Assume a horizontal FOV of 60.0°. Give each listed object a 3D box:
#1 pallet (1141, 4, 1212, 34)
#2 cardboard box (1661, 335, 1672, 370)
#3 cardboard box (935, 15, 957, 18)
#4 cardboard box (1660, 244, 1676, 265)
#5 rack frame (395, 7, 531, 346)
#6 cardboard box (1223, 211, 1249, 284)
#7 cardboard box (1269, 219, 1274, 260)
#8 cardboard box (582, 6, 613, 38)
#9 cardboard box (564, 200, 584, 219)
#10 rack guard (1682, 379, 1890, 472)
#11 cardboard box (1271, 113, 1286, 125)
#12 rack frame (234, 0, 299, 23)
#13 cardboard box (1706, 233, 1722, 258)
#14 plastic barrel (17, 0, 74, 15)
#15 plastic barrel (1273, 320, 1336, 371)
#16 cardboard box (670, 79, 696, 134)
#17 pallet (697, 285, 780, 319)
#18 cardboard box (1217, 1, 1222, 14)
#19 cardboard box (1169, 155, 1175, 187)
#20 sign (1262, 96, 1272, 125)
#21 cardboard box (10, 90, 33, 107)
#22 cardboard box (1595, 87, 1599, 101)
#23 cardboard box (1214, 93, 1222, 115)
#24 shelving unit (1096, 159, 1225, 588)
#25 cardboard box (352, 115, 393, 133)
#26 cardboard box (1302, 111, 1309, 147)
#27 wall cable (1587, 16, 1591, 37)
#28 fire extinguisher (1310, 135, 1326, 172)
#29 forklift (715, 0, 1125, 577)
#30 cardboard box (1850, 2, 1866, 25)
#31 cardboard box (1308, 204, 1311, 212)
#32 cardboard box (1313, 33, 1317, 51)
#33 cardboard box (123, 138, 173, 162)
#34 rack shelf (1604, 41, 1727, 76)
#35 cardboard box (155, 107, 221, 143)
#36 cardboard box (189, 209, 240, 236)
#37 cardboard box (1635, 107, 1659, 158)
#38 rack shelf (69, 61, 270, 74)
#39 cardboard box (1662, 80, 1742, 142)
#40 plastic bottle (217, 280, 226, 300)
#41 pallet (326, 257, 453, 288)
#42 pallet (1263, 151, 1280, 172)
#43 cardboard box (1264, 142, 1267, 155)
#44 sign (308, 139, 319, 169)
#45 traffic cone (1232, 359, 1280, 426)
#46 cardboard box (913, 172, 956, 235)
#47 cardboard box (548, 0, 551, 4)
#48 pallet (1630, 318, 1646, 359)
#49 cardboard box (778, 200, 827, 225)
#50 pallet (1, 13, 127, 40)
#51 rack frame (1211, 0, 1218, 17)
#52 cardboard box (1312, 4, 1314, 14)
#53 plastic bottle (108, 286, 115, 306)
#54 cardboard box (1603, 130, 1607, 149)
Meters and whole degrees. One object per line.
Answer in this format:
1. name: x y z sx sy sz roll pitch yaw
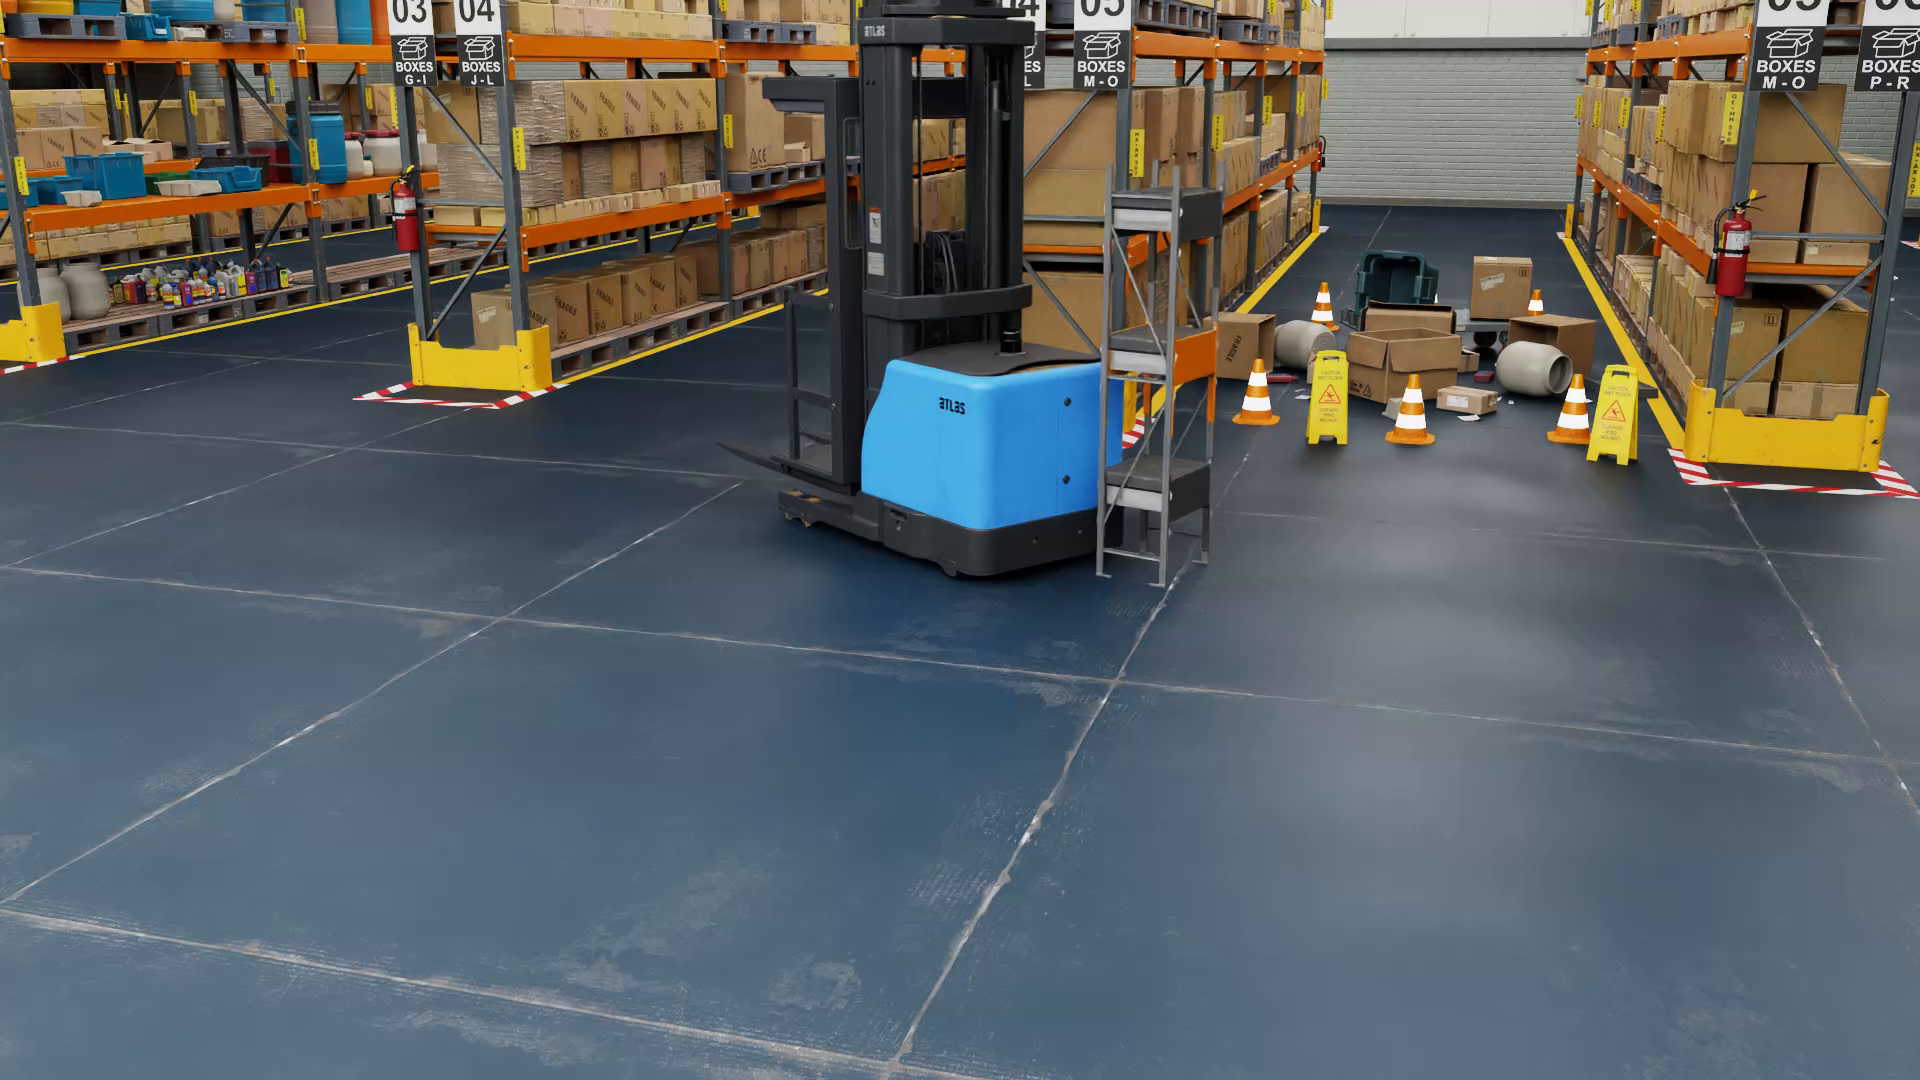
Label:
1. pallet: 1.607 -4.545 14.521 1.003 0.211 1.213 5 16 16
2. cardboard box: 5.909 -1.466 13.272 0.500 0.250 0.500 4 16 15
3. cardboard box: -0.439 -7.812 24.743 0.700 0.500 0.500 4 16 13
4. cardboard box: 6.105 -2.391 13.968 0.380 0.149 0.250 5 17 17
5. rack frame: -4.014 -2.722 13.430 1.000 3.000 0.127 5 16 16
6. cardboard box: 2.727 -3.372 19.072 1.050 0.750 0.750 4 16 15
7. cardboard box: 3.713 -3.835 21.166 0.500 0.500 0.500 4 16 14
8. cardboard box: -3.344 -4.464 14.348 0.500 0.250 0.500 5 16 16
9. cardboard box: -3.478 -2.853 14.350 0.380 0.149 0.250 5 16 16
10. rack guard: 5.509 -0.771 11.132 1.175 0.500 0.348 5 16 16
11. cardboard box: 4.197 -5.698 22.521 0.380 0.149 0.250 5 17 18
12. rack frame: -7.626 -7.039 17.655 1.000 3.000 0.127 5 16 16
13. cardboard box: 5.355 -2.022 11.422 0.380 0.149 0.250 4 16 15
14. plastic barrel: -8.560 -5.150 15.378 0.600 0.588 0.600 0 16 0
15. plastic barrel: 2.998 -1.702 14.556 0.421 0.421 0.512 -10 19 -32
16. cardboard box: -2.882 -4.171 15.977 0.500 0.500 0.500 5 16 16
17. pallet: -2.657 -2.631 18.218 1.003 0.211 1.213 5 16 16
18. cardboard box: 2.383 -5.182 16.113 0.250 0.149 0.380 5 16 16
19. cardboard box: 1.301 -2.908 13.810 0.875 0.550 0.500 5 16 16
20. sign: 3.520 -4.919 19.053 0.100 0.325 0.005 5 16 16
21. cardboard box: -15.182 -7.034 26.491 0.500 0.250 0.500 4 16 15
22. cardboard box: 8.919 -5.899 22.615 0.500 0.500 0.500 4 16 15
23. cardboard box: 2.274 -4.284 16.921 0.700 0.500 0.500 5 17 16
24. shelving unit: 1.017 -0.852 8.484 0.431 2.100 0.503 10 19 32
25. cardboard box: -9.694 -6.791 27.592 0.500 0.500 0.500 5 17 17
26. cardboard box: 4.817 -6.011 24.296 0.500 0.500 0.500 4 16 15
27. wall cable: 11.381 -10.536 29.984 0.463 3.000 0.029 5 16 16
28. fire extinguisher: 5.774 -6.311 26.906 0.296 0.674 0.183 5 16 16
29. forklift: -0.407 -1.562 9.464 1.130 2.935 3.031 -12 20 -36
30. cardboard box: 5.893 -3.338 10.563 0.380 0.149 0.250 5 16 16
31. cardboard box: 5.384 -5.311 26.465 0.380 0.149 0.250 4 16 14
32. cardboard box: 4.961 -7.325 24.436 0.500 0.250 0.500 5 17 18
33. cardboard box: -11.382 -5.450 23.209 0.500 0.311 0.500 6 17 19
34. rack shelf: 8.330 -5.667 19.633 1.077 0.370 4.000 5 16 16
35. cardboard box: -11.166 -6.008 24.061 0.700 0.500 0.500 -1 16 -3
36. cardboard box: -10.833 -4.690 24.144 0.500 0.500 0.500 5 17 18
37. cardboard box: 7.270 -4.203 17.154 0.500 0.500 0.500 6 17 19
38. rack shelf: -14.282 -8.634 30.095 1.077 0.370 4.000 5 16 16
39. cardboard box: 6.292 -3.574 13.873 0.700 0.500 0.500 4 16 15
40. plastic bottle: -7.736 -2.617 17.382 0.097 0.201 0.097 0 16 0
41. pallet: -7.095 -3.340 20.718 1.003 0.211 1.213 5 16 16
42. pallet: 3.510 -4.833 21.223 1.003 0.211 1.213 5 16 16
43. cardboard box: 3.609 -4.868 20.686 0.380 0.149 0.250 5 17 18
44. sign: -7.101 -4.240 18.275 0.100 0.325 0.005 5 16 16
45. traffic cone: 2.226 -1.120 12.428 0.336 0.463 0.334 5 16 16
46. cardboard box: -0.766 -4.873 24.135 1.225 0.875 0.875 5 16 16
47. cardboard box: -3.593 -4.475 13.657 0.380 0.149 0.250 4 16 15
48. pallet: 6.844 -1.863 15.509 1.003 0.211 1.213 5 16 16
49. cardboard box: -1.902 -4.007 20.361 0.500 0.250 0.500 5 17 18
50. pallet: -8.433 -4.667 15.137 1.003 0.211 1.213 5 16 16
51. rack frame: 1.850 -6.244 14.851 1.000 3.000 0.127 5 16 16
52. cardboard box: 4.989 -7.790 24.427 0.380 0.149 0.250 4 16 14
53. plastic bottle: -8.661 -2.486 16.920 0.097 0.201 0.097 0 16 0
54. cardboard box: 8.381 -5.030 20.924 0.500 0.250 0.500 5 17 17
